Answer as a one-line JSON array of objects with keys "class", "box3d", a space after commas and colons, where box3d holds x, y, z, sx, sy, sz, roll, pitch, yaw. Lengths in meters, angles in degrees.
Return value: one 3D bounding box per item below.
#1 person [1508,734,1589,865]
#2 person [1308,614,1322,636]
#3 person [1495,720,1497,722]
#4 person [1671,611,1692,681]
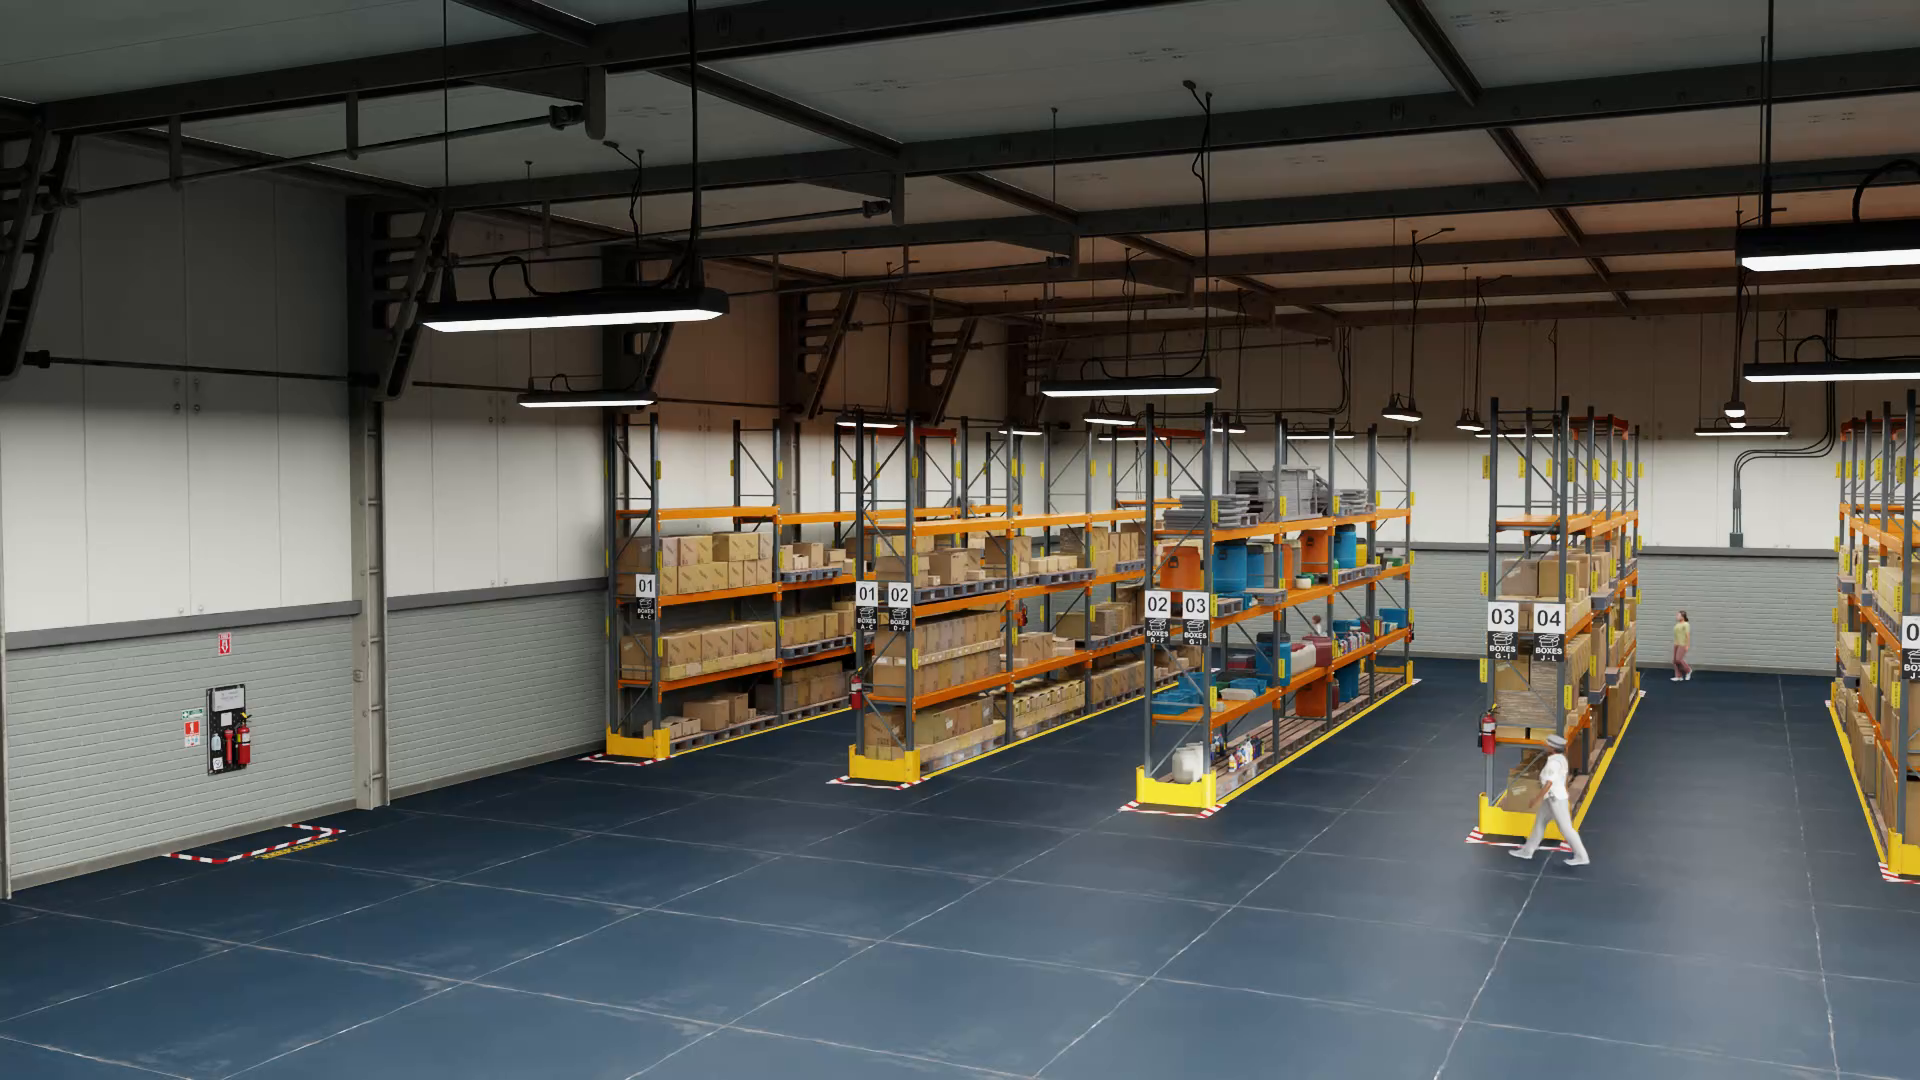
[{"class": "person", "box3d": [7.454, 3.273, 21.044, 0.971, 1.634, 0.452, 1, 3, 19]}, {"class": "person", "box3d": [8.510, 2.551, 39.828, 0.903, 1.545, 0.412, -2, 3, -43]}, {"class": "person", "box3d": [10.754, 2.709, 33.161, 0.452, 1.787, 0.645, 0, 2, -1]}, {"class": "person", "box3d": [17.025, 2.499, 39.256, 0.484, 1.665, 0.464, -1, 3, -18]}]
